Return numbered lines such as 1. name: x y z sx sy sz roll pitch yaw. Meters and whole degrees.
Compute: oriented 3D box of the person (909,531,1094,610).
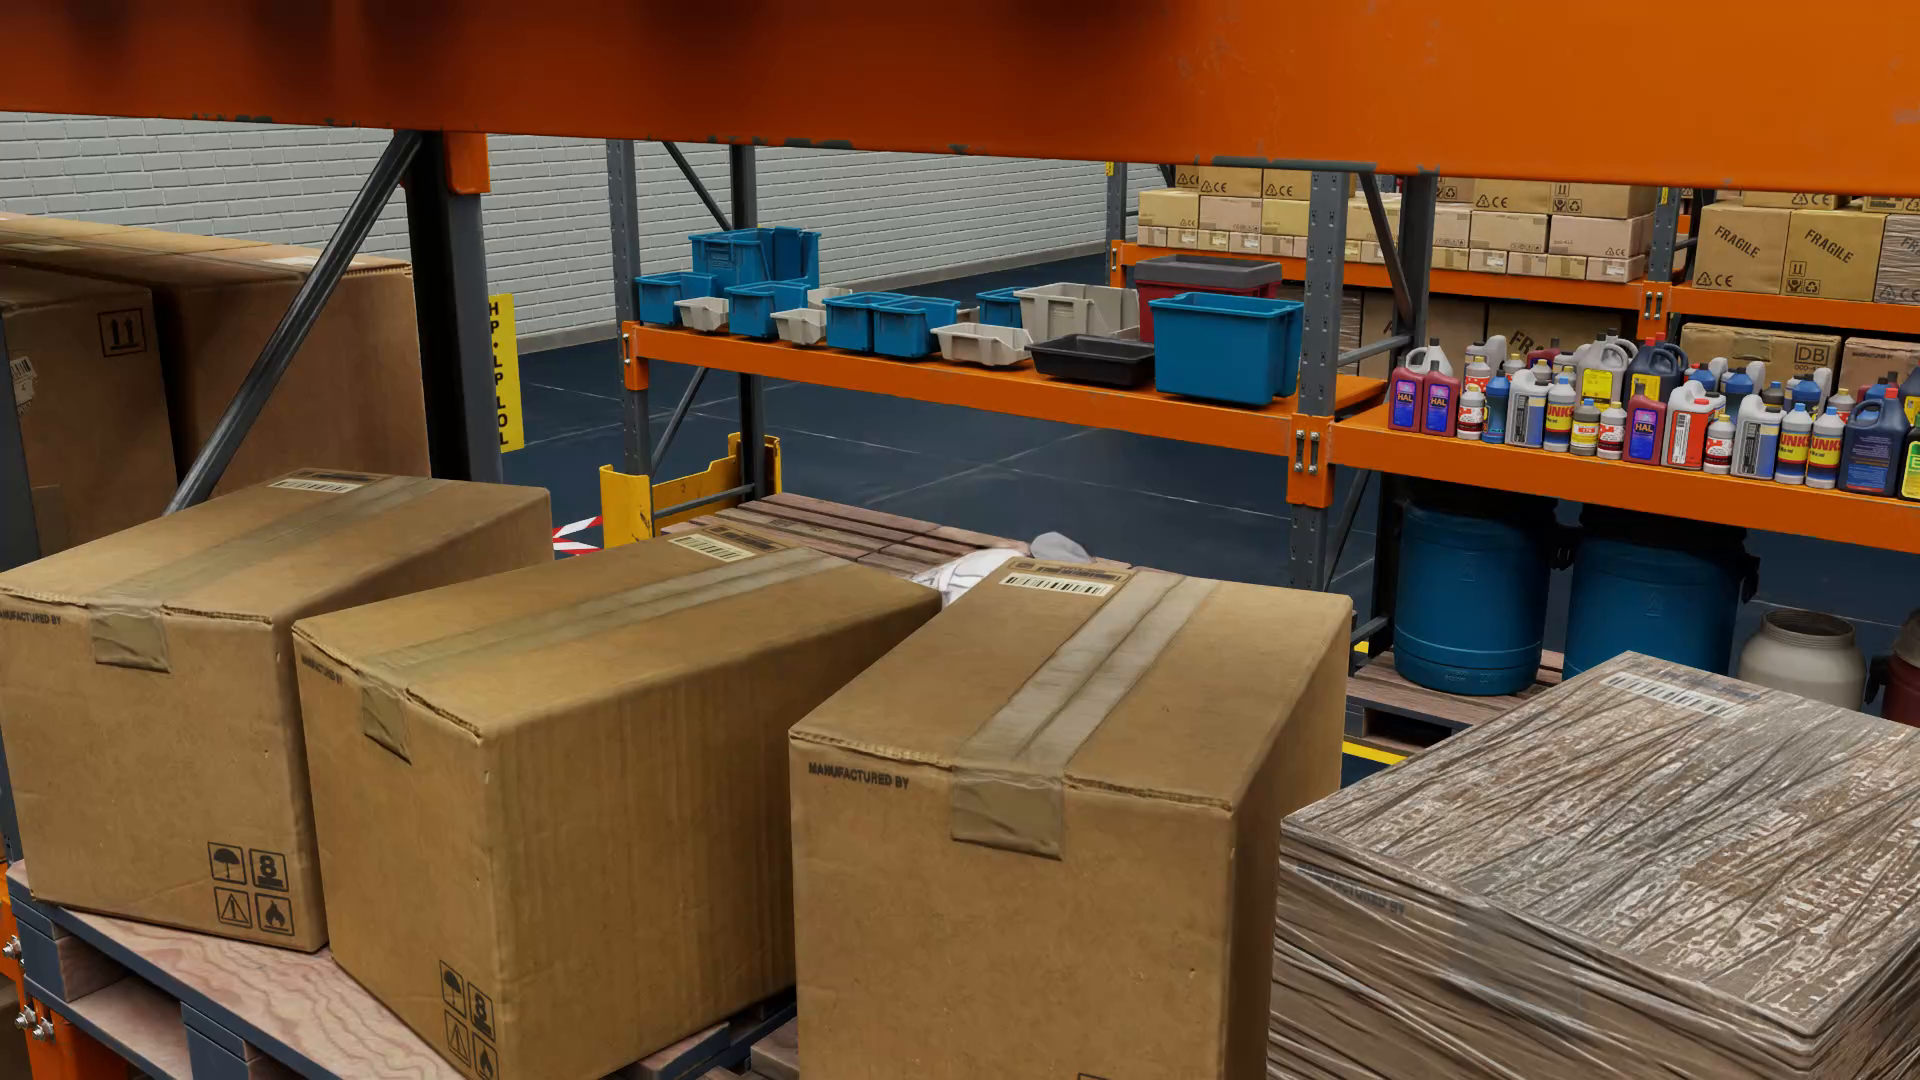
1. person: 0.054 0.470 6.094 0.929 1.099 0.575 12 20 35
